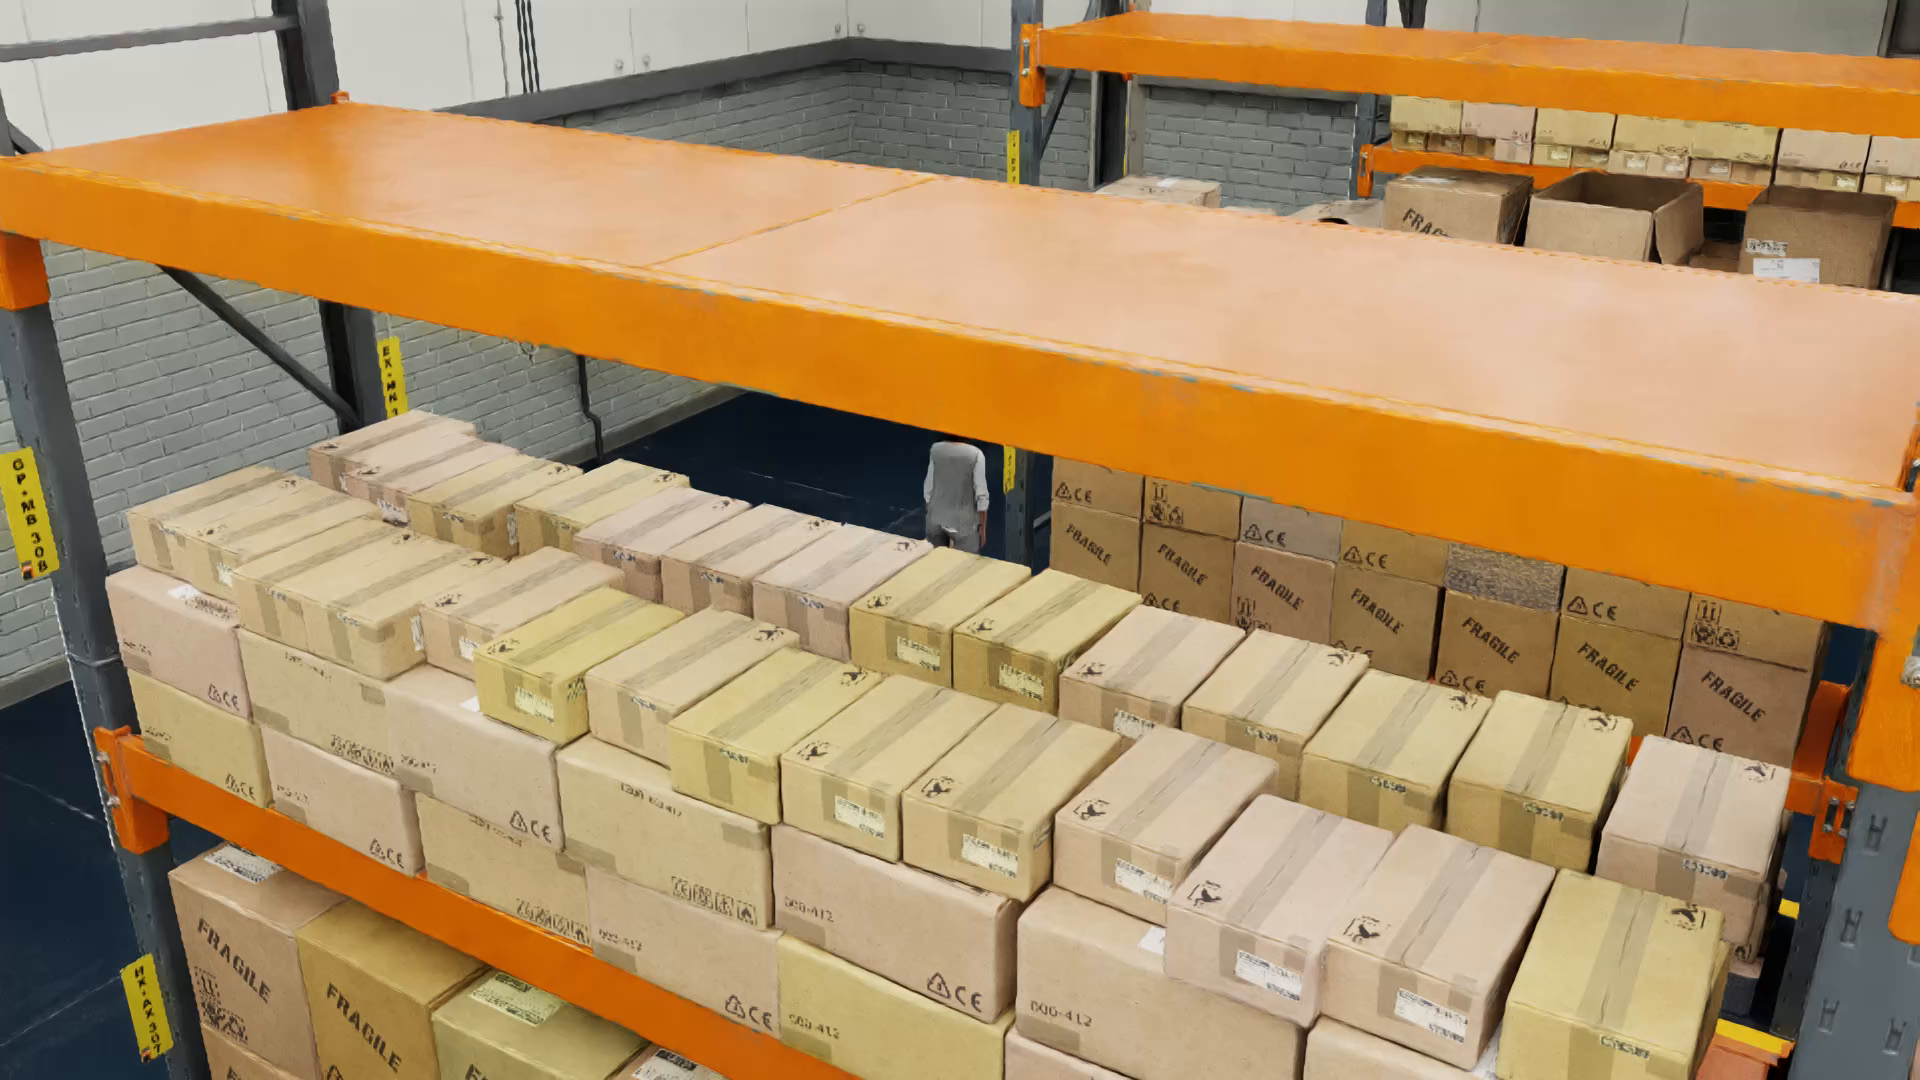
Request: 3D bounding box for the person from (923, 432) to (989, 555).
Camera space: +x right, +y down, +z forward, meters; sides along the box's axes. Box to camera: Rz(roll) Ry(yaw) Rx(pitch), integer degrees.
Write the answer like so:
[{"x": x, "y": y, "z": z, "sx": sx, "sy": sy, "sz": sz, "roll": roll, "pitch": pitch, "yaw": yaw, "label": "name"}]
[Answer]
[{"x": -0.032, "y": -0.096, "z": 10.715, "sx": 0.467, "sy": 1.606, "sz": 0.337, "roll": 9, "pitch": 25, "yaw": 20, "label": "person"}]
